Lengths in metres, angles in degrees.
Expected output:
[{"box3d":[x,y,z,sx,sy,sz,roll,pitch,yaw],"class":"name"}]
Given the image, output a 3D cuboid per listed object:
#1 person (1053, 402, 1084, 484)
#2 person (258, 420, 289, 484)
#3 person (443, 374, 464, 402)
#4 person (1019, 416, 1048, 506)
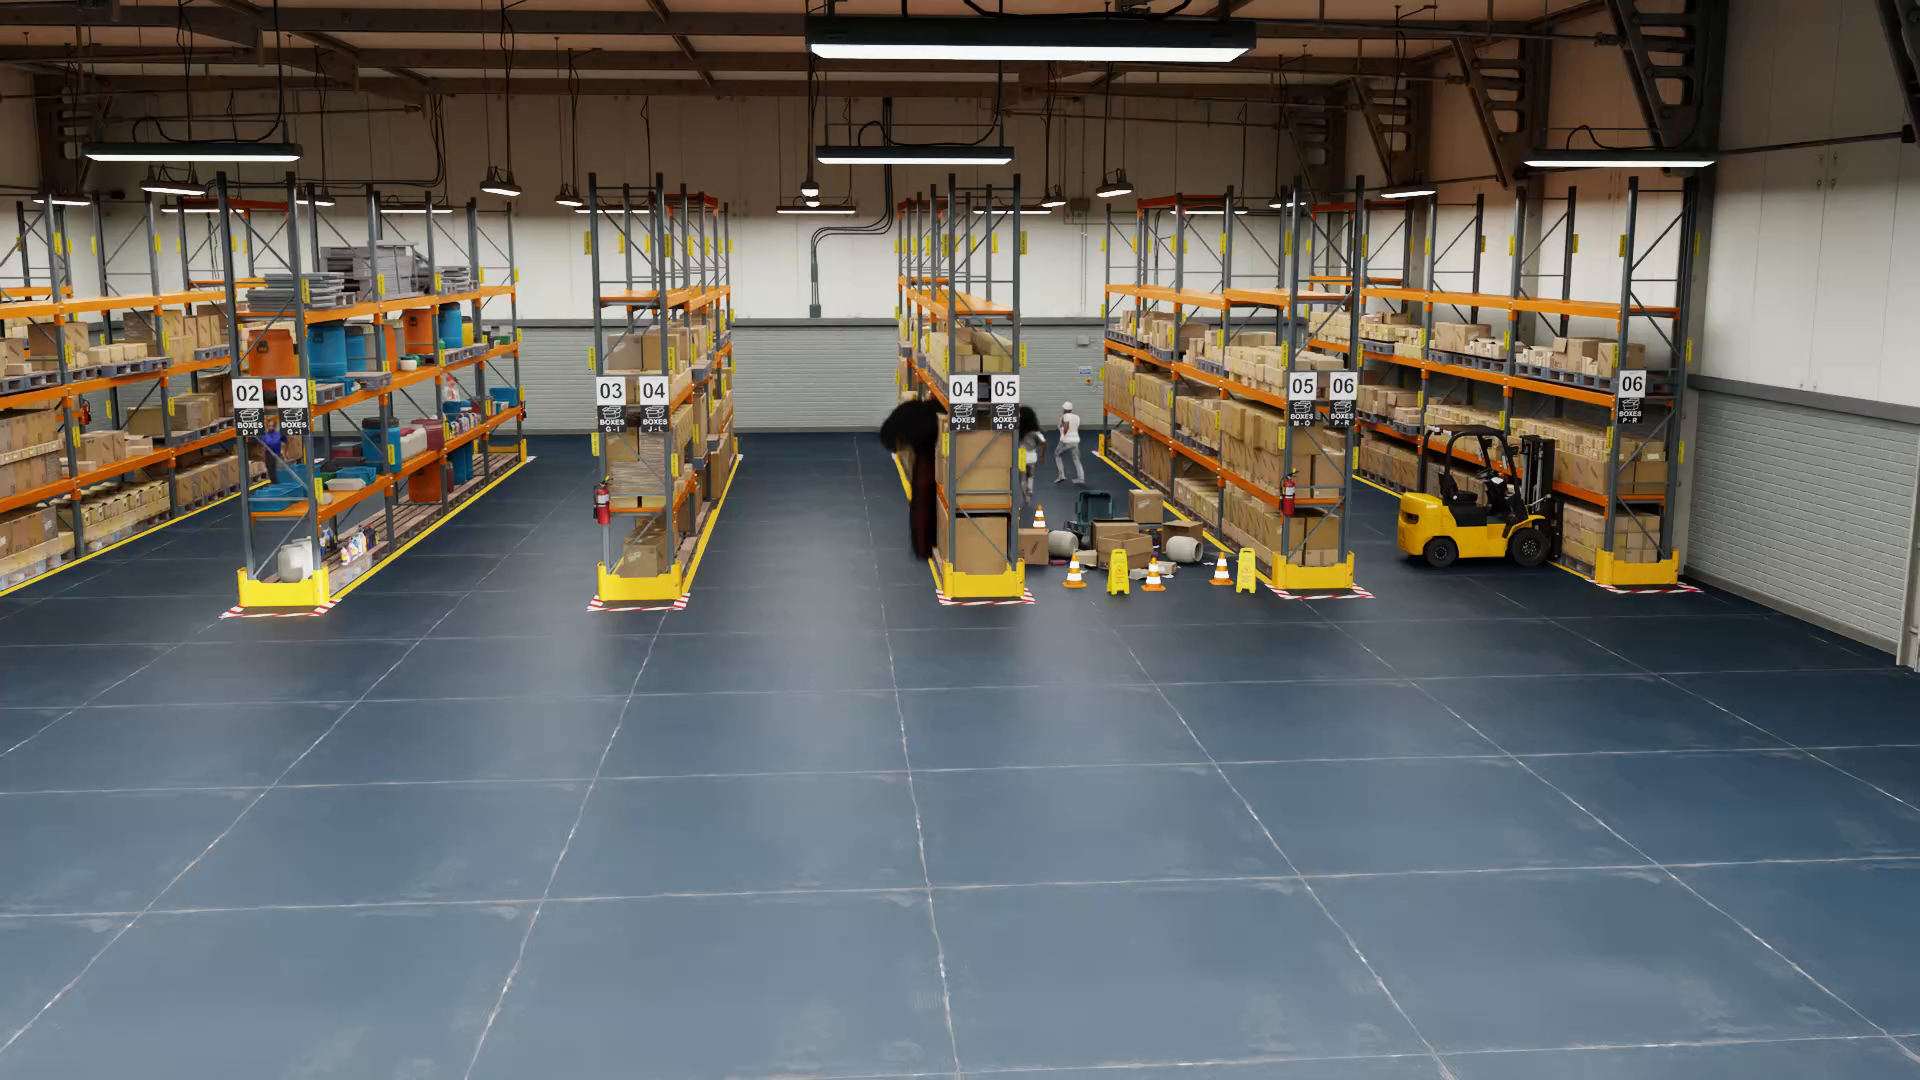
[{"box3d":[2.338,-2.041,35.240,0.688,1.744,0.931,-6,12,-32],"class":"person"},{"box3d":[-13.483,-1.543,32.713,0.531,1.667,0.930,-2,10,-10],"class":"person"},{"box3d":[-12.870,-3.291,42.204,0.838,1.828,0.647,4,11,20],"class":"person"},{"box3d":[1.307,-1.539,32.285,0.751,1.718,0.558,-1,10,-4],"class":"person"}]
